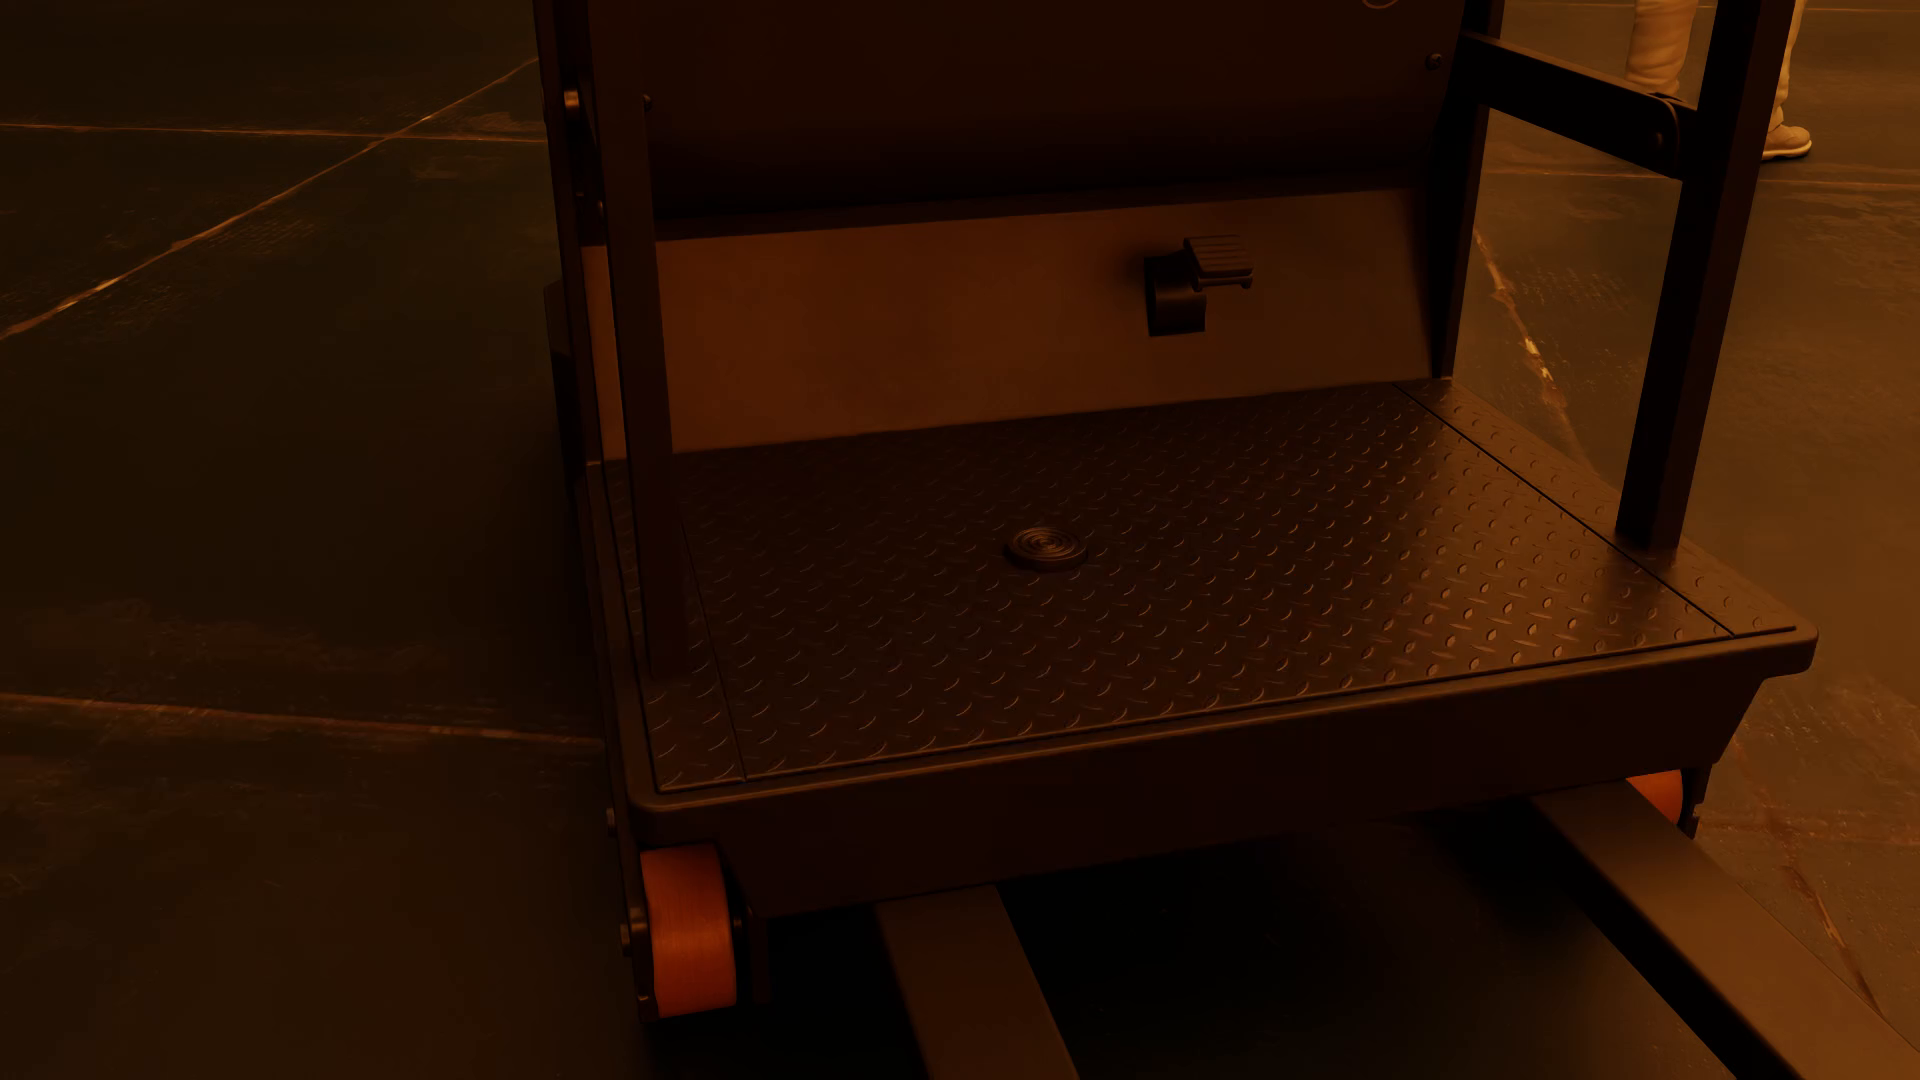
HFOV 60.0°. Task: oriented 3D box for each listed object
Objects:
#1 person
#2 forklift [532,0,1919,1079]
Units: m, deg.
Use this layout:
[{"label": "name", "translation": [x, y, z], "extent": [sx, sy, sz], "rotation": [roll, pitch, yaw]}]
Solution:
[{"label": "person", "translation": [2.065, -1.904, 4.354], "extent": [0.607, 1.750, 0.437], "rotation": [19, 32, 33]}, {"label": "forklift", "translation": [0.153, -1.049, 1.319], "extent": [1.130, 2.935, 3.031], "rotation": [-7, 27, -13]}]
